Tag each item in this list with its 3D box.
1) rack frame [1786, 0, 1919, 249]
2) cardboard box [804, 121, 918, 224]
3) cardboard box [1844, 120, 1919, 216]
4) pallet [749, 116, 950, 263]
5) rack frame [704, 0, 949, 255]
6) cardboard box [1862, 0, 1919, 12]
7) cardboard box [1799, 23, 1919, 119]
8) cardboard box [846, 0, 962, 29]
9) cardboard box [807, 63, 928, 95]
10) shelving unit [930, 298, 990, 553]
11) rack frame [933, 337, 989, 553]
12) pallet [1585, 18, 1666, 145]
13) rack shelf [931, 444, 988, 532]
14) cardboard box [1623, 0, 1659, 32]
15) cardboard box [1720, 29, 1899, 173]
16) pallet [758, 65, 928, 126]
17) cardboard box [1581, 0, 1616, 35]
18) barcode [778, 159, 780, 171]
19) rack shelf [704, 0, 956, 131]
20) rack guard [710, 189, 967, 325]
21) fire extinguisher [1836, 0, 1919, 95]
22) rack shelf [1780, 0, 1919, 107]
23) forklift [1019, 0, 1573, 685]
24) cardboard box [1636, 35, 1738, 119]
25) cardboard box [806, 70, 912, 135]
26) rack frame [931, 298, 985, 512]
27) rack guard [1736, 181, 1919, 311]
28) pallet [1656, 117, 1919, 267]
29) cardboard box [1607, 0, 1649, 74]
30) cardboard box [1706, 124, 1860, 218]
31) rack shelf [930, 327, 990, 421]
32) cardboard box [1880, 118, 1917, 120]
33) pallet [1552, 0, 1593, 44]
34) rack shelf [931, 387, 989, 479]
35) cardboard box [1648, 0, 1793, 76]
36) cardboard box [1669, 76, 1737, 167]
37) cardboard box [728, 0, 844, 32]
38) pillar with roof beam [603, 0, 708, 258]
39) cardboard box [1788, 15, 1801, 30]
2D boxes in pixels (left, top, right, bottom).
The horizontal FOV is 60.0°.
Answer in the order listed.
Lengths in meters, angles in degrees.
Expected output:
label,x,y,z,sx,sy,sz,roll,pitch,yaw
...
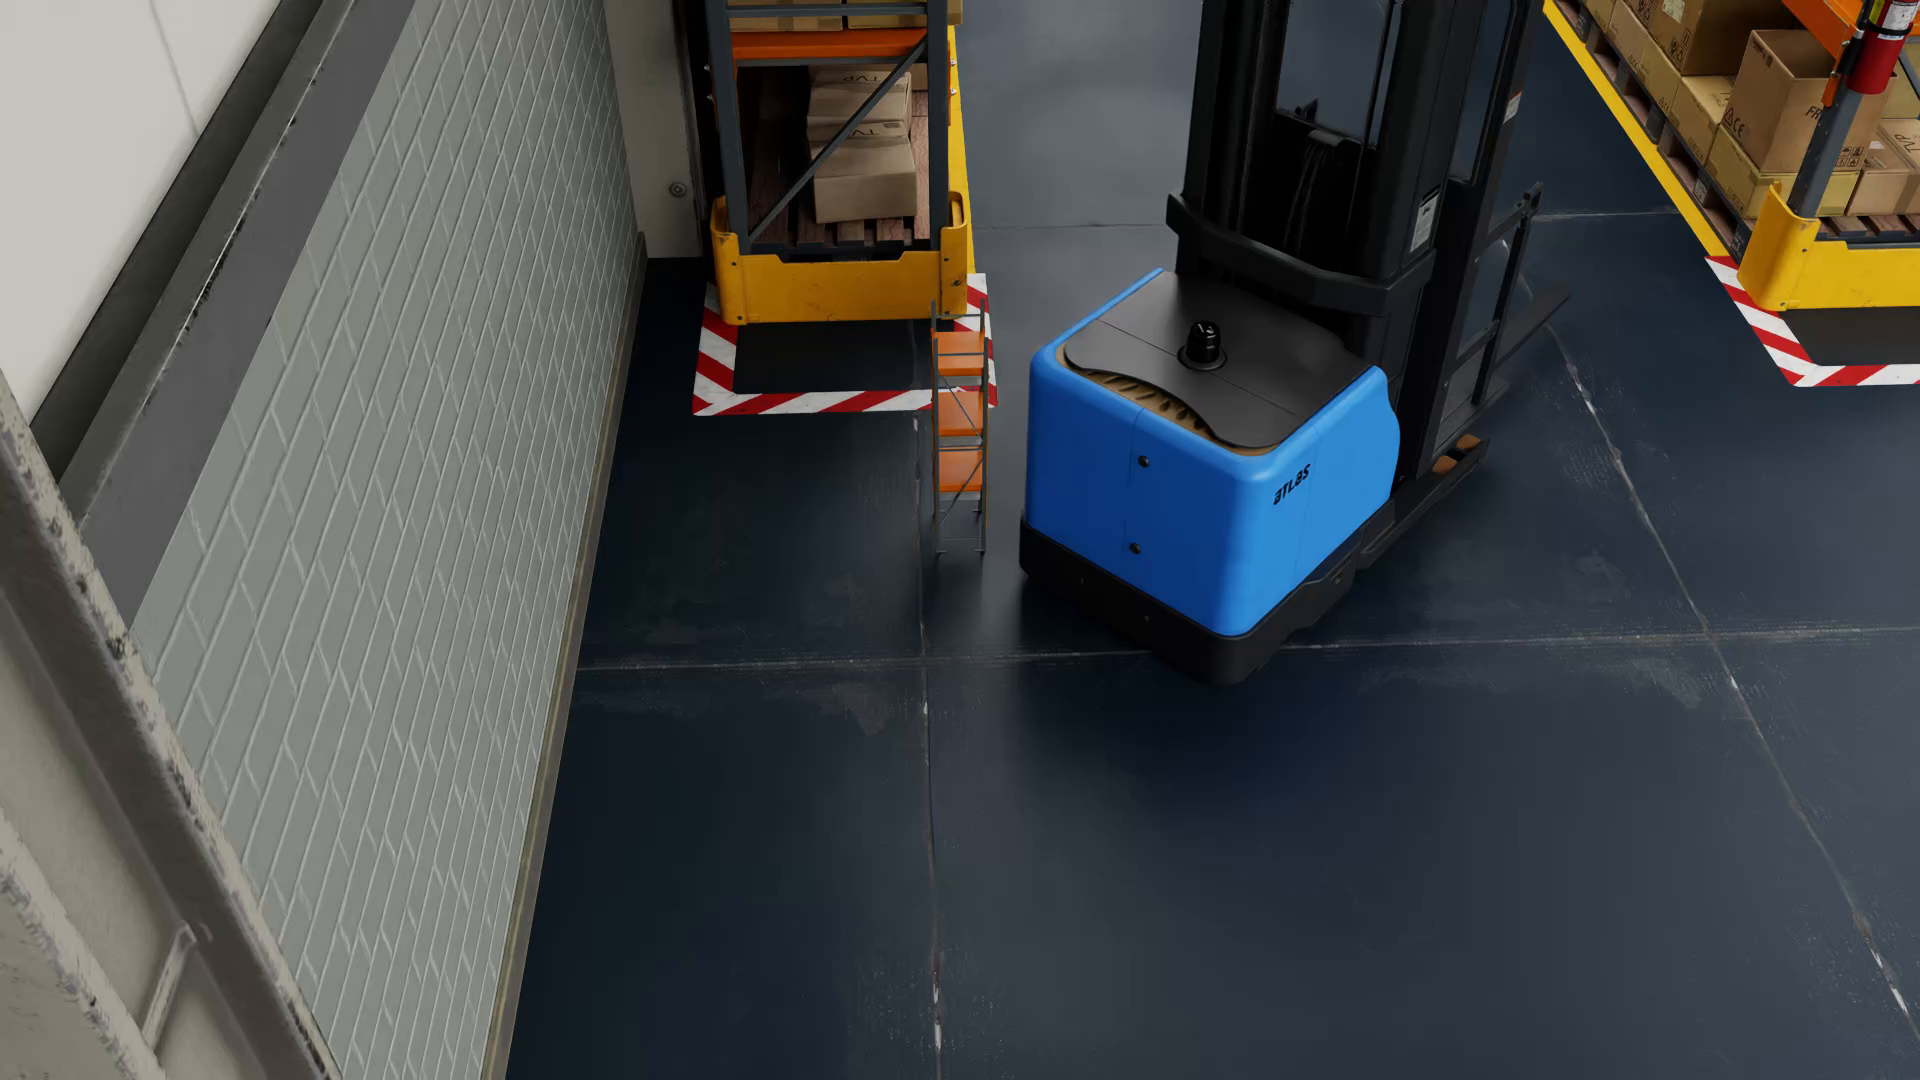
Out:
label,x,y,z,sx,sy,sz,roll,pitch,yaw
rack frame,4.396,-2.347,7.090,1.000,3.000,0.127,-2,43,-2
cardboard box,-0.493,-1.843,8.205,0.500,0.311,0.500,-6,43,-7
cardboard box,4.595,-1.856,8.279,0.500,0.250,0.500,-2,43,-2
pallet,-0.556,-1.775,8.530,1.003,0.211,1.213,-2,43,-2
rack frame,-0.553,-2.202,6.933,1.000,3.000,0.127,-2,43,-2
cardboard box,4.389,-2.699,7.401,0.700,0.500,0.500,-2,43,-2
cardboard box,4.572,-2.470,8.394,0.500,0.500,0.500,-2,43,-2
cardboard box,-0.257,-2.493,7.346,0.500,0.250,0.500,-3,43,-3
cardboard box,-0.498,-2.794,9.103,0.700,0.500,0.500,-4,43,-4
shelving unit,-0.002,-0.423,6.435,0.215,1.050,0.252,-2,43,-2
rack frame,0.003,-0.341,6.345,0.200,1.050,0.008,-2,43,-2
pallet,4.273,-2.656,9.491,1.003,0.211,1.213,-2,43,-2
rack shelf,-0.002,-0.210,6.630,0.215,0.259,0.240,-2,43,-2
cardboard box,3.999,-3.130,9.114,0.500,0.500,0.500,-2,43,-2
cardboard box,4.076,-2.118,8.010,0.500,0.500,0.500,-2,43,-2
pallet,-0.605,-2.597,9.427,1.003,0.211,1.213,-2,43,-2
cardboard box,3.975,-3.191,9.736,0.500,0.250,0.500,-2,43,-2
barcode,-0.893,-1.847,8.203,0.001,0.075,0.075,-2,43,-2
rack shelf,-0.638,-3.287,8.649,1.077,0.370,4.000,-2,43,-2
rack guard,-0.557,-1.332,7.833,1.175,0.500,0.348,-2,43,-2
fire extinguisher,3.937,-2.225,7.015,0.296,0.674,0.183,-2,43,-2
rack shelf,4.311,-3.432,8.806,1.077,0.370,4.000,-2,43,-2
forklift,1.585,-1.470,6.184,1.130,2.935,3.031,31,51,29
cardboard box,4.022,-2.516,8.999,0.500,0.250,0.500,-2,43,-2
cardboard box,-0.517,-2.228,8.625,0.500,0.311,0.500,2,43,2
rack frame,-0.007,-0.506,6.525,0.200,1.050,0.008,-2,43,-2
rack guard,4.397,-1.409,7.917,1.175,0.500,0.348,-2,43,-2
pallet,4.321,-1.834,8.594,1.003,0.211,1.213,-2,43,-2
cardboard box,4.002,-2.854,9.368,0.500,0.250,0.500,-2,43,-2
cardboard box,4.078,-1.842,8.263,0.500,0.250,0.500,-2,43,-2
rack shelf,-0.002,-0.625,6.250,0.215,0.259,0.240,-2,43,-2
cardboard box,4.570,-2.194,8.648,0.500,0.250,0.500,-2,43,-2
pallet,4.218,-3.481,10.392,1.003,0.211,1.213,-2,43,-2
rack shelf,-0.002,-0.415,6.442,0.215,0.259,0.240,-2,43,-2
cardboard box,4.019,-2.793,8.746,0.500,0.500,0.500,-2,43,-2
cardboard box,4.045,-2.179,8.631,0.500,0.250,0.500,-2,43,-2
cardboard box,-0.767,-2.464,7.315,0.500,0.250,0.500,-1,43,-1
pillar with roof beam,2.854,-4.985,5.529,9.100,9.000,0.400,-2,43,-2
cardboard box,4.538,-2.807,8.762,0.500,0.500,0.500,-2,43,-2
